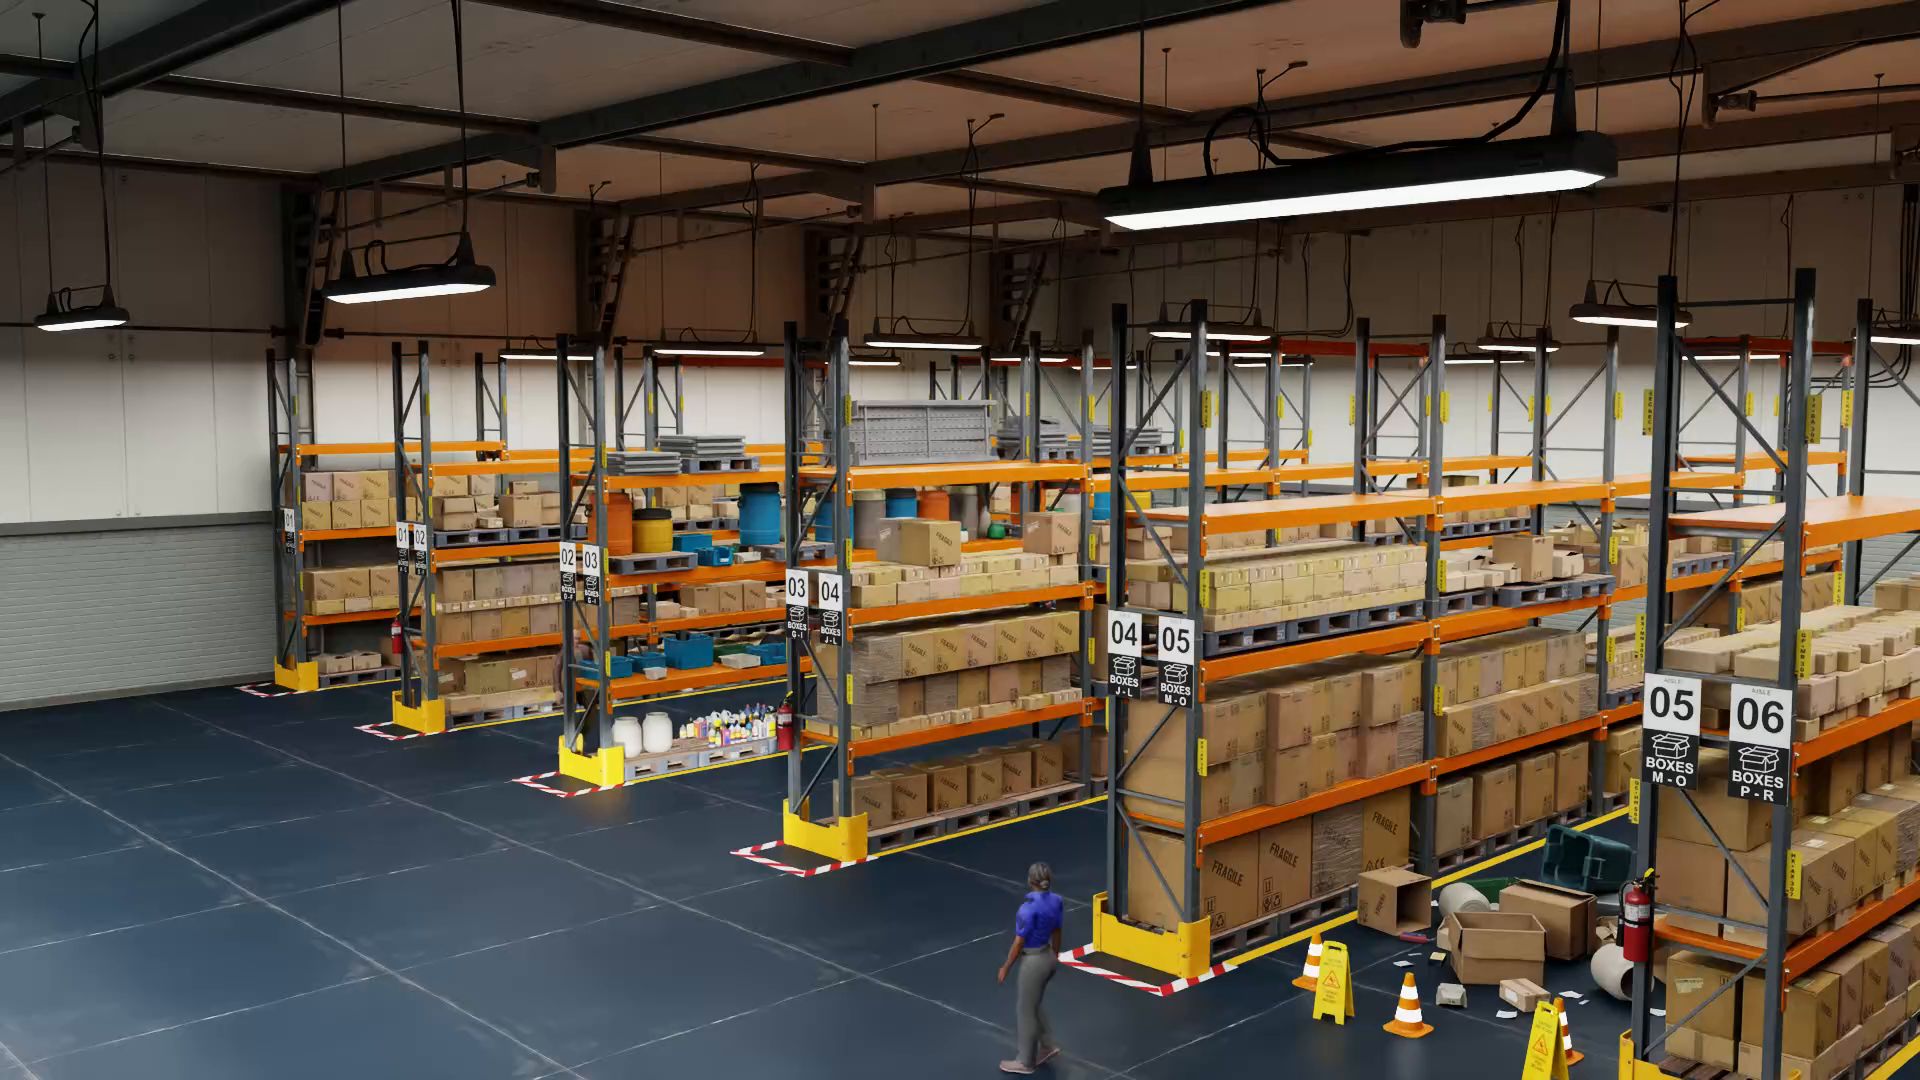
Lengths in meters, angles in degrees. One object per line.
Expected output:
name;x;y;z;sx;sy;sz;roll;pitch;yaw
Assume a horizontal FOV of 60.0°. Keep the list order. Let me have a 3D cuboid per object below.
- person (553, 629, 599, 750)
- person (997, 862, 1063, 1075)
person;-5.560;2.187;24.143;0.726;1.787;0.606;-3;6;-30
person;0.527;3.261;12.680;0.456;1.681;0.481;2;5;23
